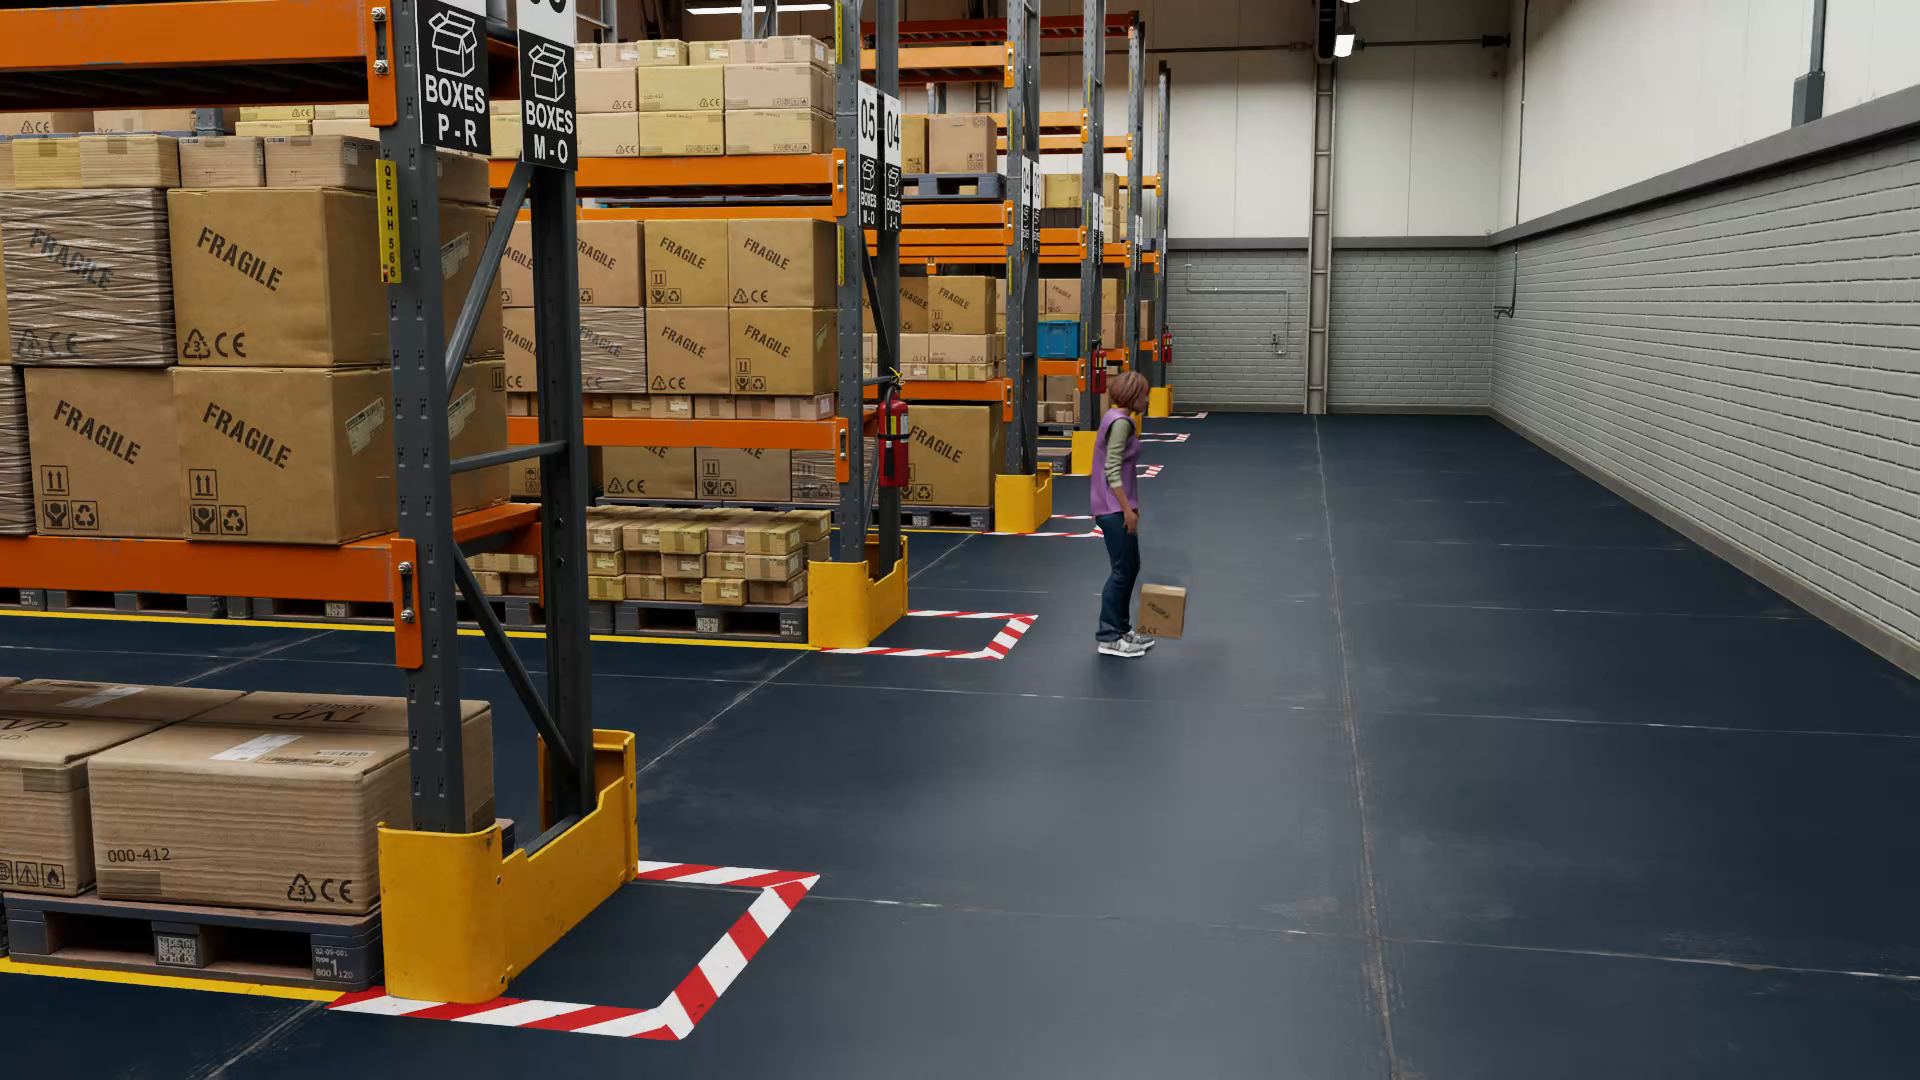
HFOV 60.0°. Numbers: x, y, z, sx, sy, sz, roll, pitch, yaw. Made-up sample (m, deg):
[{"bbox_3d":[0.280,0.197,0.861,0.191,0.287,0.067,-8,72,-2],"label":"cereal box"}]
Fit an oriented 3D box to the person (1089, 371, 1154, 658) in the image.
[{"bbox_3d":[0.924,-0.157,9.447,0.374,1.594,0.458,1,8,9],"label":"person"}]
